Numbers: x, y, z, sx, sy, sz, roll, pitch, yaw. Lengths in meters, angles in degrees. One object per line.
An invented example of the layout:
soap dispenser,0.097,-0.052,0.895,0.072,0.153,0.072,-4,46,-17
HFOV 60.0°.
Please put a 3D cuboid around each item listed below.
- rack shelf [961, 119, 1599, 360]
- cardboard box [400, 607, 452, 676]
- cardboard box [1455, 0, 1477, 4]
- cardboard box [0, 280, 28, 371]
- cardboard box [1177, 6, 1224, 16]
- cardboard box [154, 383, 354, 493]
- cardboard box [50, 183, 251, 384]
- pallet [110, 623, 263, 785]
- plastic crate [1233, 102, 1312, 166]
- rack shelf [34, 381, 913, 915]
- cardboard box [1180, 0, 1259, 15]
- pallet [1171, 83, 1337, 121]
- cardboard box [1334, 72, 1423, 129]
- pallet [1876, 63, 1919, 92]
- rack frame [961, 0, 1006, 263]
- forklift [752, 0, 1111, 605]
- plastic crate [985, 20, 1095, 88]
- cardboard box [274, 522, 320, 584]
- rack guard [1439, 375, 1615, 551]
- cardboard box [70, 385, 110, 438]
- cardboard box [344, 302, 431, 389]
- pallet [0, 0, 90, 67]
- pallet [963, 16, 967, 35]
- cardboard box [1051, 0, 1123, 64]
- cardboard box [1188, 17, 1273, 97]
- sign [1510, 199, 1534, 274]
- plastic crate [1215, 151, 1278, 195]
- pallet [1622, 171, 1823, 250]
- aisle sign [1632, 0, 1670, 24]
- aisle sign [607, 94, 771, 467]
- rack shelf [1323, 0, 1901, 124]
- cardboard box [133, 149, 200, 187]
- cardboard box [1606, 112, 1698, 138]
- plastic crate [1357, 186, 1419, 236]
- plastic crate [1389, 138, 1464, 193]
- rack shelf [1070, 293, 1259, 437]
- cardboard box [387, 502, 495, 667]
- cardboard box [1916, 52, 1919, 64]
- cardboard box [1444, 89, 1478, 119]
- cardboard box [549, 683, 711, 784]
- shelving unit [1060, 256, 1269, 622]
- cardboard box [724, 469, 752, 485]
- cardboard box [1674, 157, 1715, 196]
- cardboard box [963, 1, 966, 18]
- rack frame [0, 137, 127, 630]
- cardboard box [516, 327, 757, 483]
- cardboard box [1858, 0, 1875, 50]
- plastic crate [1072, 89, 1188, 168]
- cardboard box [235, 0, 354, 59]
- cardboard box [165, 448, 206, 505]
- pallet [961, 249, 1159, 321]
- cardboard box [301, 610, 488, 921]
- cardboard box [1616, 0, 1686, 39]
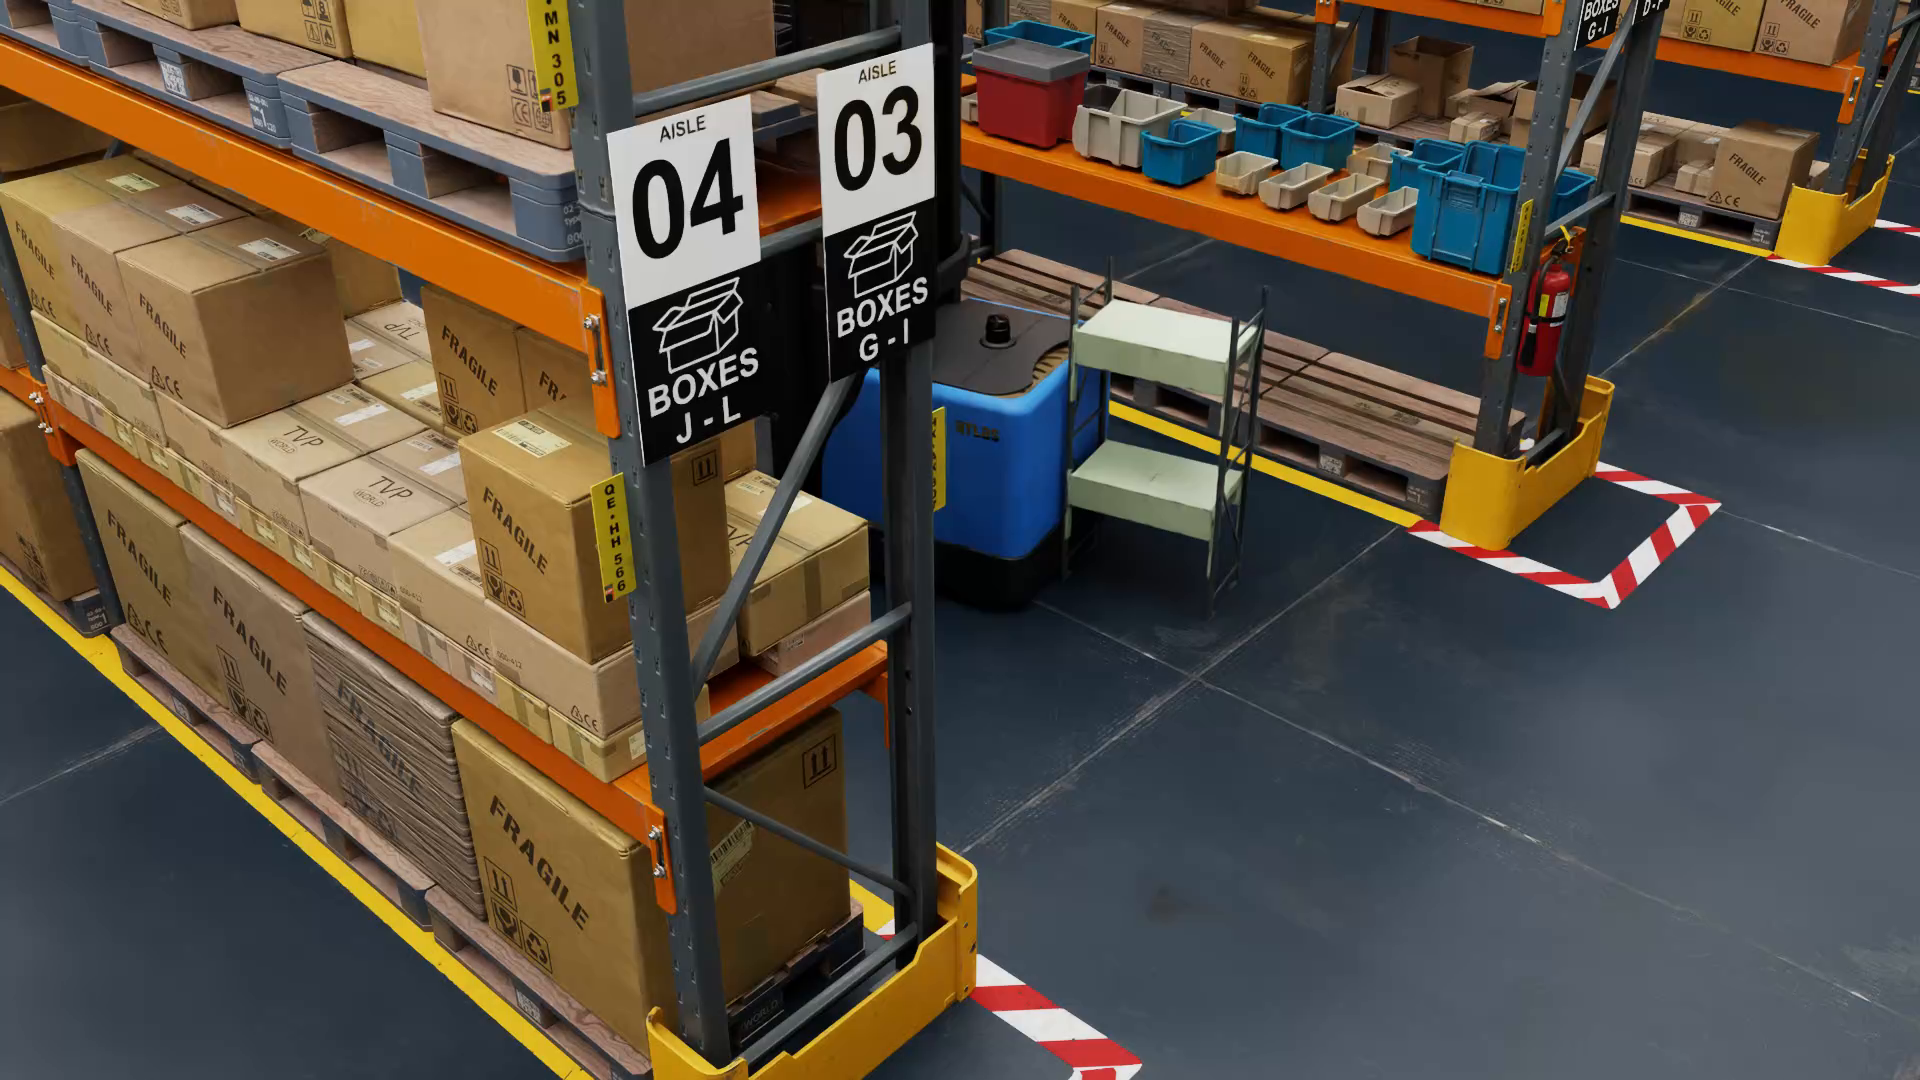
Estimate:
rack shelf,1.387,-1.886,9.172,4.000,0.370,1.077,25,39,35
cardboard box,-1.503,0.238,5.190,0.250,0.149,0.380,26,40,36
cardboard box,3.807,-4.366,12.497,0.500,0.500,0.500,26,40,36
cardboard box,-3.950,-1.093,7.060,0.500,0.500,0.500,25,39,35
cardboard box,2.267,-4.514,14.837,0.500,0.500,0.500,26,39,36
cardboard box,-2.494,-0.442,5.933,0.500,0.250,0.500,26,40,36
cardboard box,-2.876,-0.940,6.033,0.500,0.500,0.500,25,39,35
pallet,-2.908,0.495,7.223,1.213,0.211,1.003,25,39,35
plastic crate,1.709,-2.227,9.145,0.300,0.233,0.416,25,39,35
rack shelf,-1.937,0.008,6.026,4.000,0.370,1.077,25,39,35
cardboard box,2.294,-4.825,14.627,0.500,0.250,0.500,25,39,35
pallet,2.602,-3.852,14.444,1.213,0.211,1.003,25,39,35
cardboard box,3.397,-3.588,13.482,0.500,0.311,0.500,25,39,35
pallet,8.872,-4.343,15.259,1.213,0.211,1.003,25,39,35
rack frame,-0.096,-2.887,10.137,0.127,3.000,1.000,25,39,35
forklift,-0.809,-1.489,7.882,3.031,2.935,1.130,16,34,24
plastic crate,0.479,-2.874,10.074,0.575,0.384,0.392,25,39,35
cardboard box,-2.072,-0.027,5.630,0.250,0.149,0.380,26,40,36
rack guard,2.896,-0.428,8.476,0.348,0.500,1.175,25,39,35
cardboard box,-3.229,-0.565,6.523,0.250,0.149,0.380,24,38,34
cardboard box,-2.152,-0.649,6.276,0.500,0.250,0.500,26,40,36
pallet,-2.820,-1.953,5.763,1.213,0.211,1.003,25,39,35
pallet,-0.319,-5.269,16.798,1.213,0.211,1.003,25,39,35
cardboard box,1.171,-4.660,15.080,0.500,0.500,0.500,24,39,34
cardboard box,2.311,-4.133,14.203,0.500,0.500,0.500,25,39,35
sign,2.513,-1.356,7.436,0.005,0.325,0.100,25,39,35
plastic crate,1.484,-1.916,8.722,0.250,0.136,0.298,25,39,35
pallet,5.548,-2.502,12.202,1.213,0.211,1.003,25,39,35
aisle sign,3.122,-2.705,7.314,0.004,0.787,0.394,25,39,35
aisle sign,-0.602,-0.582,3.789,0.004,0.787,0.394,25,39,35
rack shelf,4.713,-3.779,12.317,4.000,0.370,1.077,25,39,35
cardboard box,-2.899,-1.320,6.665,0.500,0.500,0.500,26,40,36
cardboard box,5.242,-3.048,12.645,0.500,0.250,0.500,25,39,35
plastic crate,2.144,-1.628,8.243,0.243,0.136,0.396,25,39,35
plastic crate,2.419,-1.895,8.594,0.300,0.233,0.416,25,39,35
rack shelf,0.905,-0.782,7.338,0.720,0.370,0.431,16,34,24
cardboard box,-1.367,0.086,5.055,0.500,0.250,0.500,24,39,34
cardboard box,8.931,-4.604,15.005,0.500,0.500,0.700,25,39,35
cardboard box,4.162,-3.551,13.578,0.250,0.149,0.380,25,39,35
cardboard box,-0.939,0.502,4.751,0.250,0.149,0.380,26,40,36
shelving unit,0.905,-0.447,7.539,0.755,1.500,0.431,16,34,24
cardboard box,-1.018,-0.118,5.395,0.500,0.250,0.500,24,39,35
cardboard box,5.388,-2.638,12.045,0.250,0.166,0.380,25,39,35
cardboard box,-0.289,-5.255,16.329,0.500,0.250,0.500,26,40,36
rack frame,-3.420,-0.993,6.991,0.127,3.000,1.000,25,39,35
cardboard box,-0.999,-0.435,5.194,0.500,0.500,0.500,24,38,34
cardboard box,6.044,-3.692,11.378,0.500,0.500,0.500,26,40,36
plastic crate,0.912,-2.263,9.157,0.530,0.282,0.437,25,39,35
cardboard box,-1.628,-1.720,4.689,0.500,0.500,0.700,22,37,32
cardboard box,-2.647,-0.295,6.075,0.250,0.149,0.380,24,39,34
pallet,0.475,-1.452,10.458,1.213,0.211,1.003,25,39,35
cardboard box,-1.657,0.616,5.971,0.875,0.875,0.875,25,39,35
cardboard box,4.928,-3.842,11.627,0.500,0.500,0.500,25,39,35
